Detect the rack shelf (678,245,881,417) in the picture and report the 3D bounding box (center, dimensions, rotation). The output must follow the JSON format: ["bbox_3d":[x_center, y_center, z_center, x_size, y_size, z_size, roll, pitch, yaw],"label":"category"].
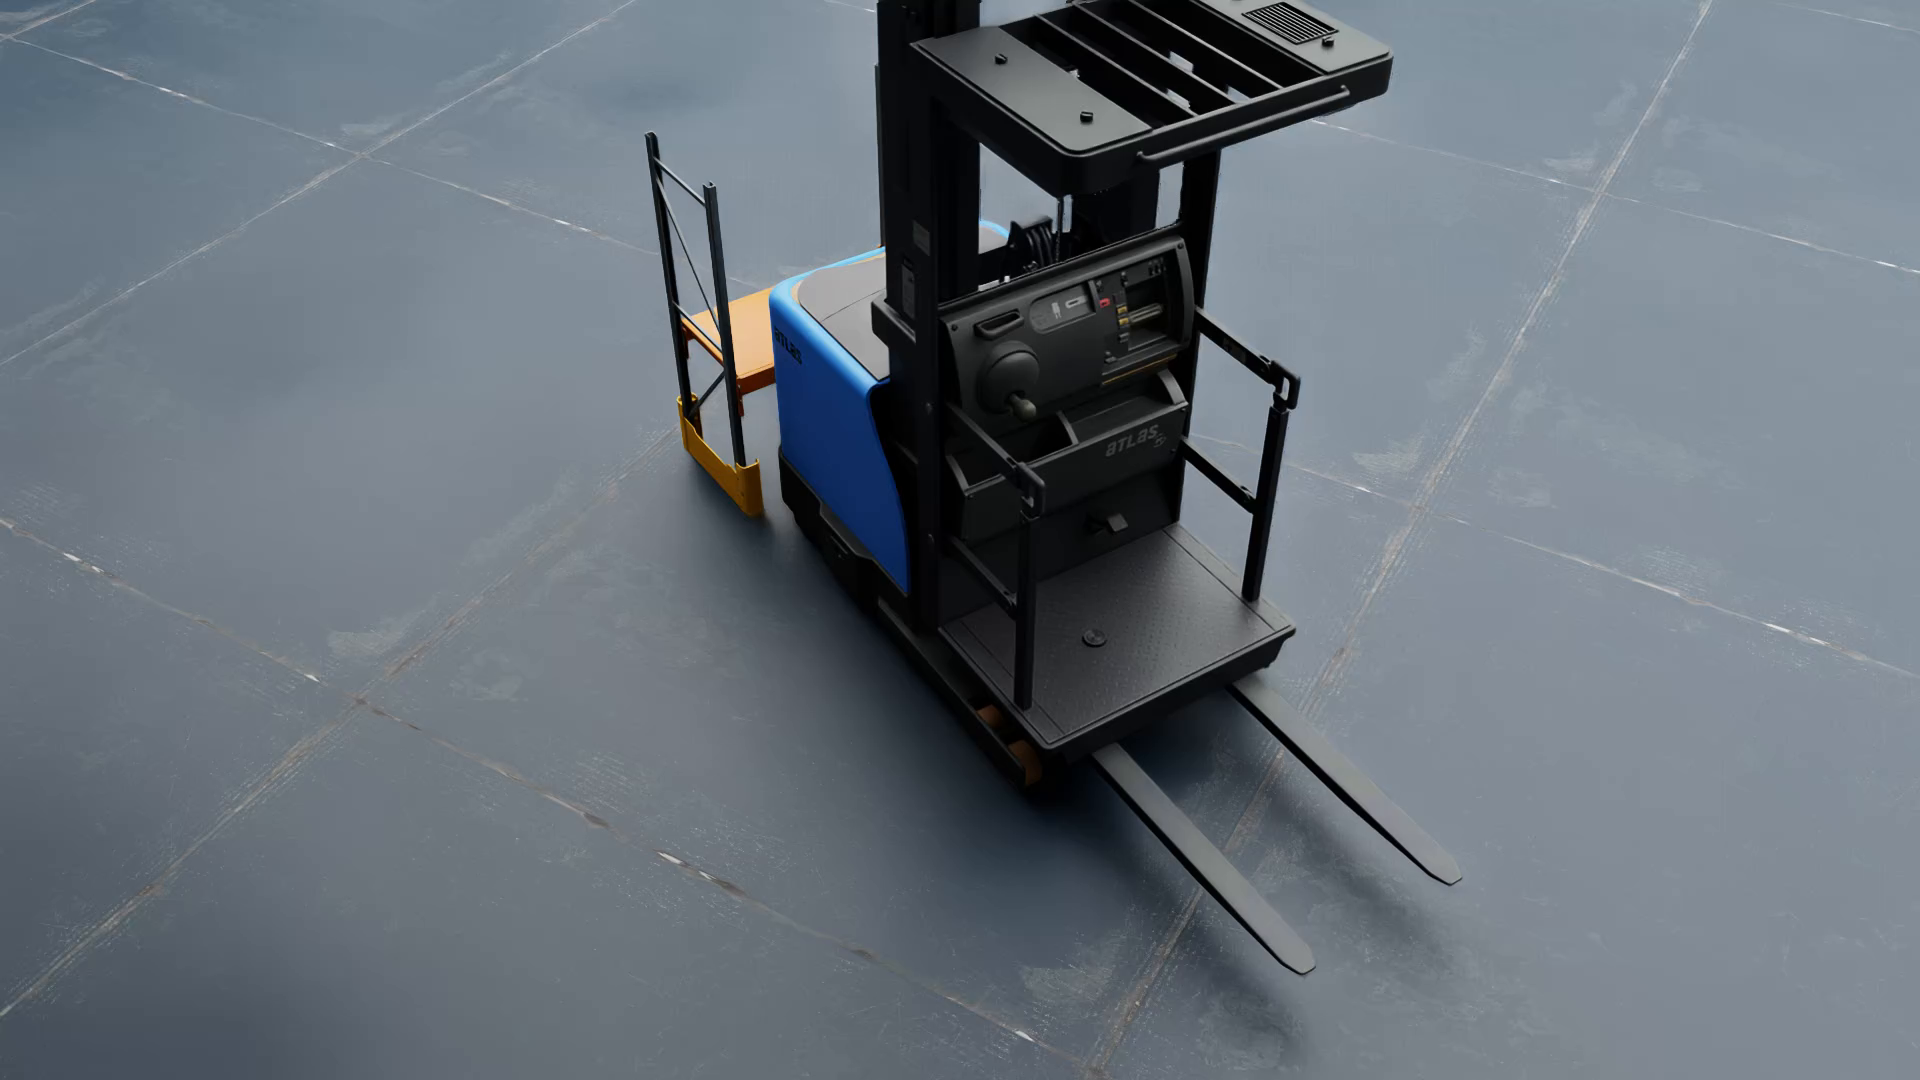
[{"bbox_3d":[-0.605,-0.883,6.890,1.000,0.185,0.538,-25,47,-25],"label":"rack shelf"}]

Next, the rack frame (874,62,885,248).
[{"bbox_3d":[-0.188,-1.210,6.989,0.032,1.500,0.500,-25,47,-25],"label":"rack frame"}]

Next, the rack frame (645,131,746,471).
[{"bbox_3d":[-1.023,-0.826,6.554,0.032,1.500,0.500,-25,47,-25],"label":"rack frame"}]

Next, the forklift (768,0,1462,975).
[{"bbox_3d":[0.483,-0.600,5.214,1.130,2.935,3.031,-23,46,-24],"label":"forklift"}]

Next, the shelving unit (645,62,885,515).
[{"bbox_3d":[-0.598,-1.022,6.775,1.083,1.500,0.587,-25,47,-25],"label":"shelving unit"}]

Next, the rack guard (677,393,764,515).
[{"bbox_3d":[-1.007,-0.365,6.975,0.087,0.250,0.587,-25,47,-25],"label":"rack guard"}]
